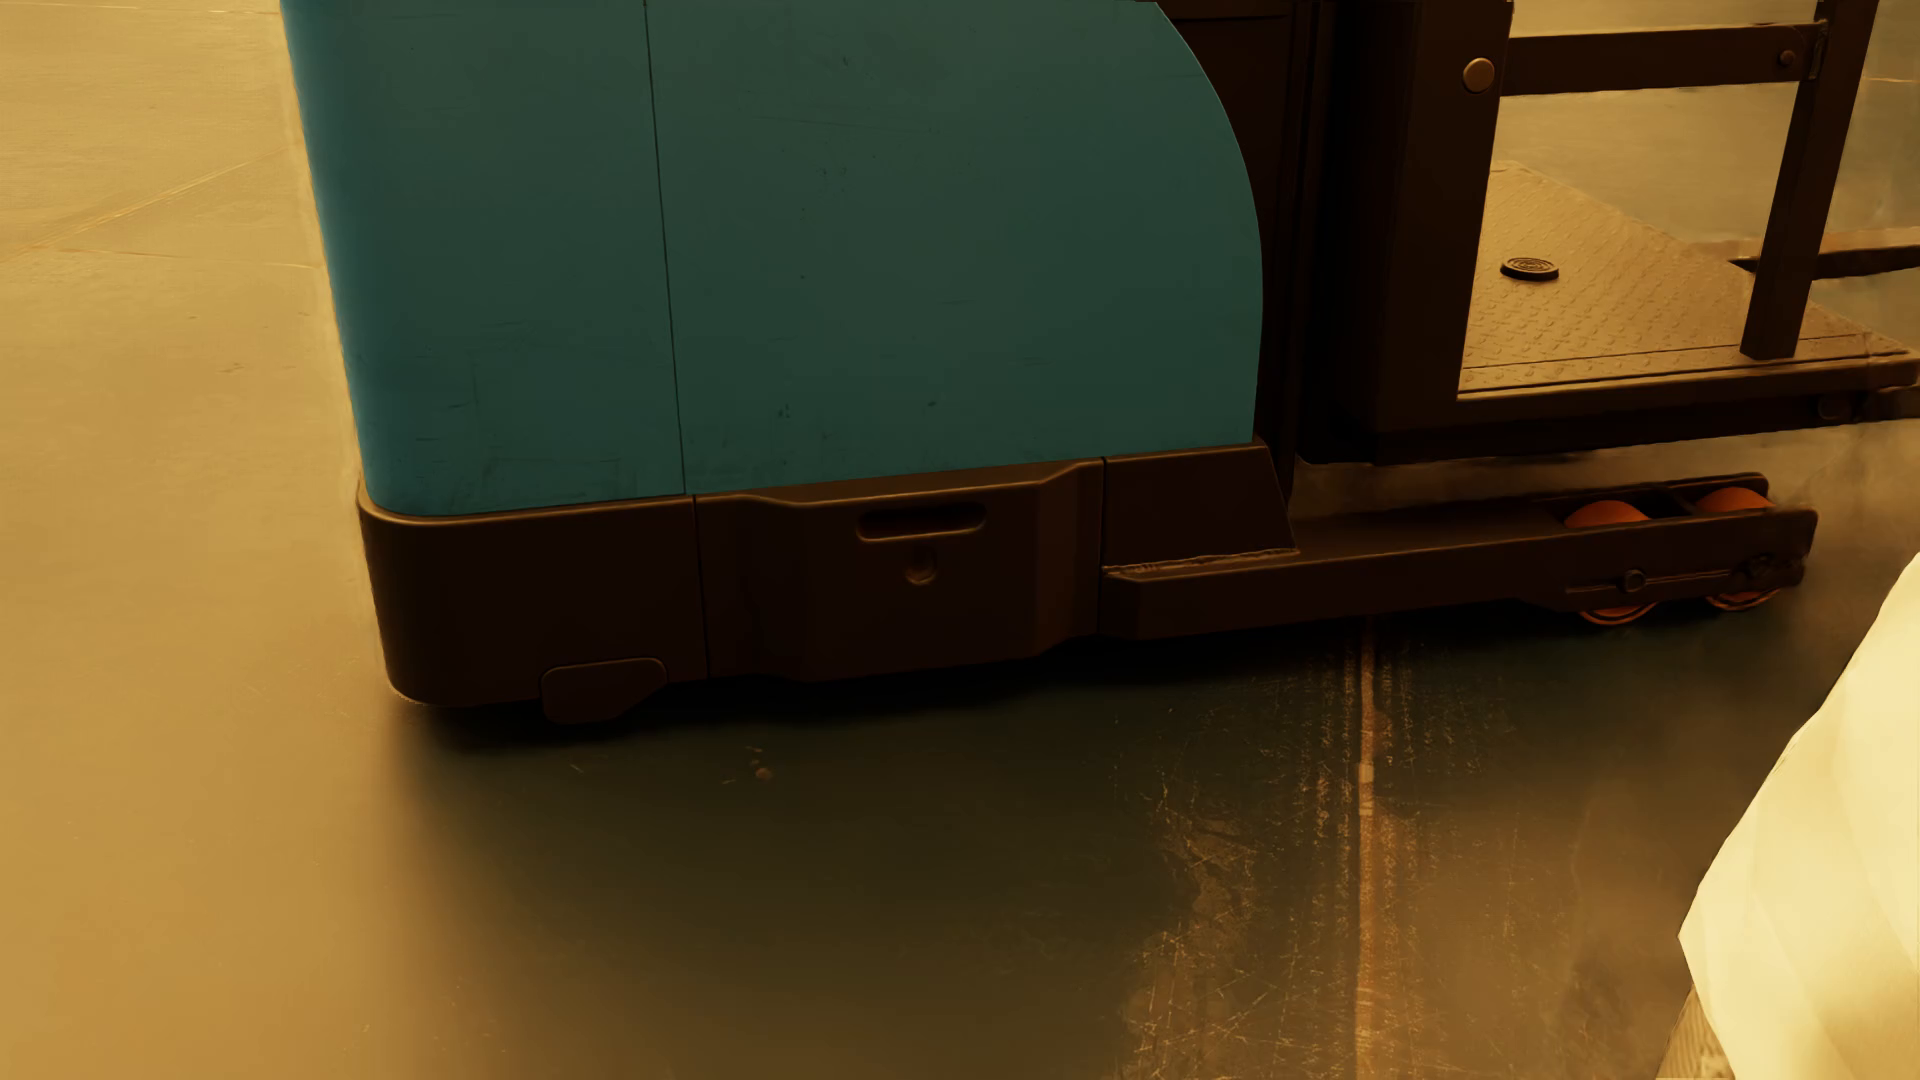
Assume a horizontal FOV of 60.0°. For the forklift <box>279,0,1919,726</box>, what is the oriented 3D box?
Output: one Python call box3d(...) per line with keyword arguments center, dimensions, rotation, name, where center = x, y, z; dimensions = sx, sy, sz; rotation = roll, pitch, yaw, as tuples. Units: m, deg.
box3d(center=(0.689, -1.419, 2.058), dimensions=(3.031, 2.935, 1.130), rotation=(-6, 27, -11), name="forklift")
